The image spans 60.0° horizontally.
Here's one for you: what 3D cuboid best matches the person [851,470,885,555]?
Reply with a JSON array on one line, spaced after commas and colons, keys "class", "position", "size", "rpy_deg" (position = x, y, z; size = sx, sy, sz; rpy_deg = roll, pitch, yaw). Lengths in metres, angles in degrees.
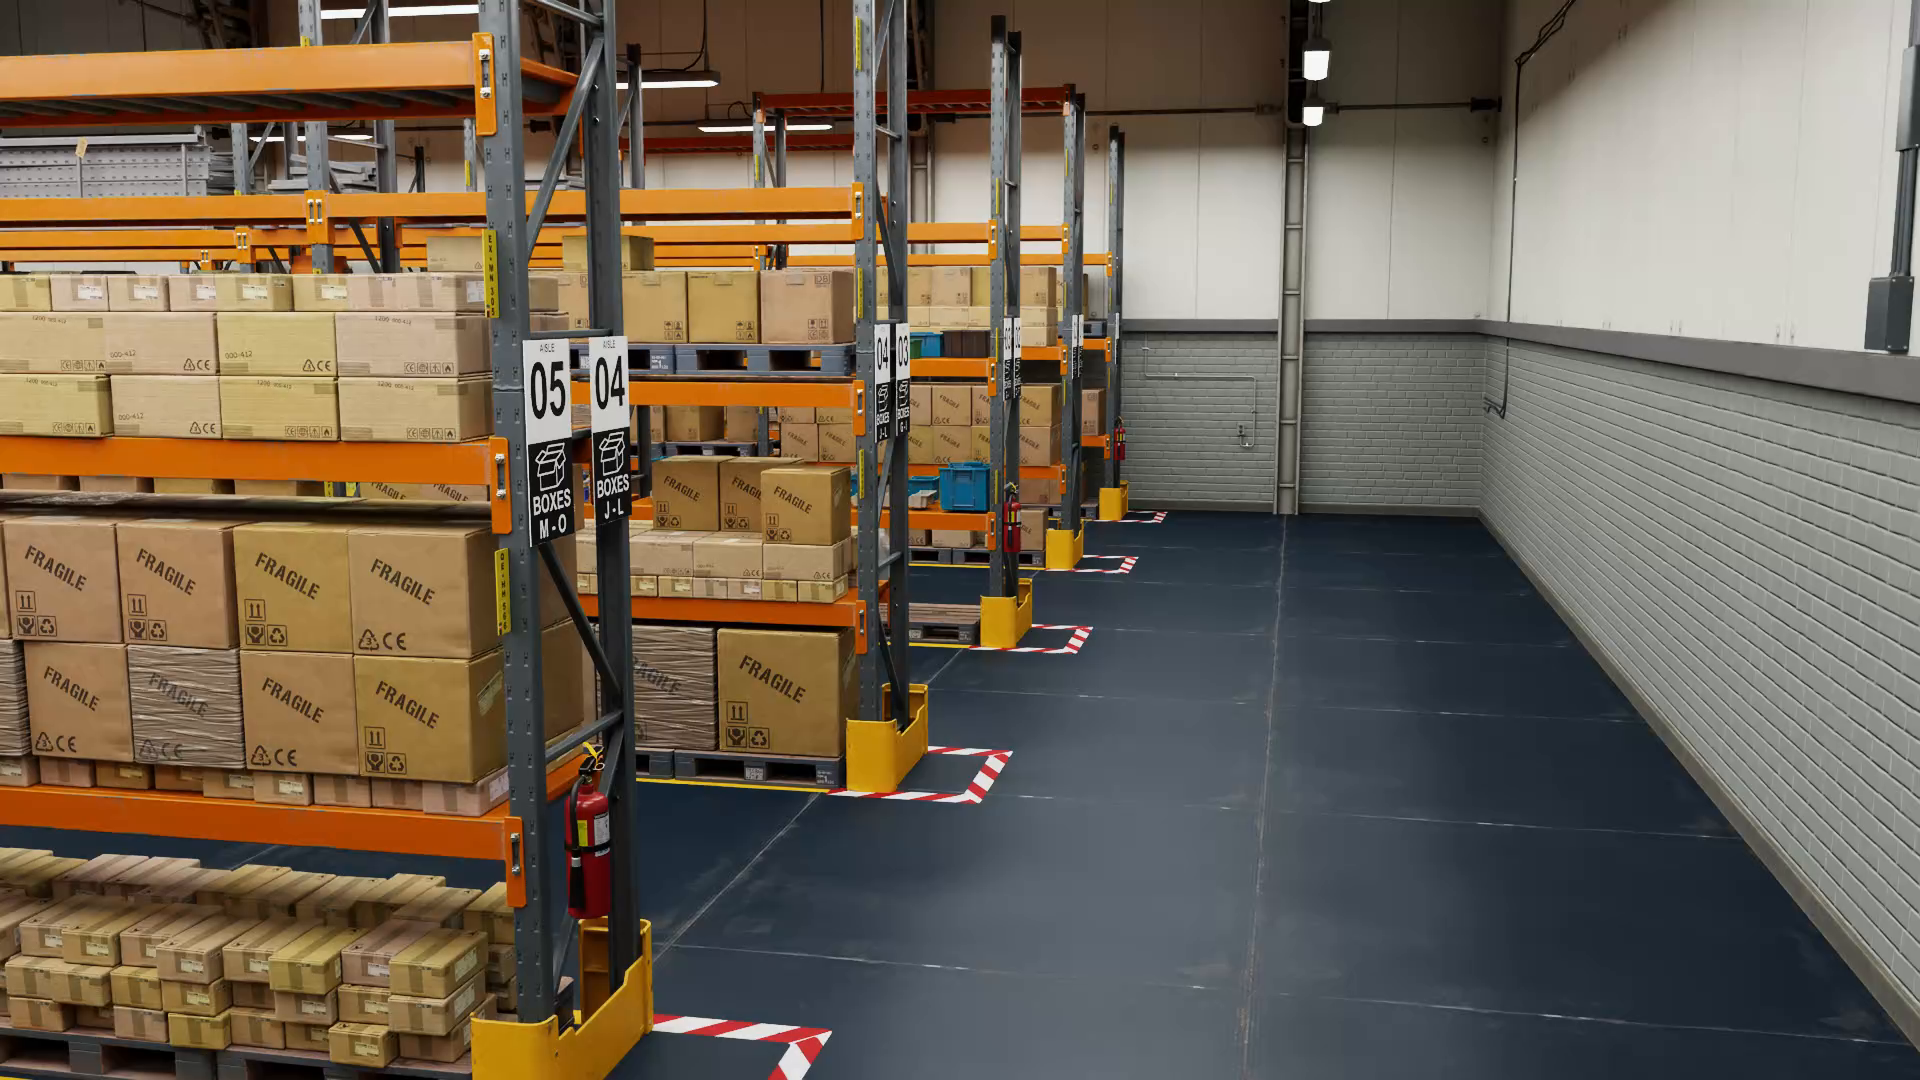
[{"class": "person", "position": [-1.084, 0.013, 17.757], "size": [0.539, 1.659, 0.456], "rpy_deg": [2, 8, 11]}]
